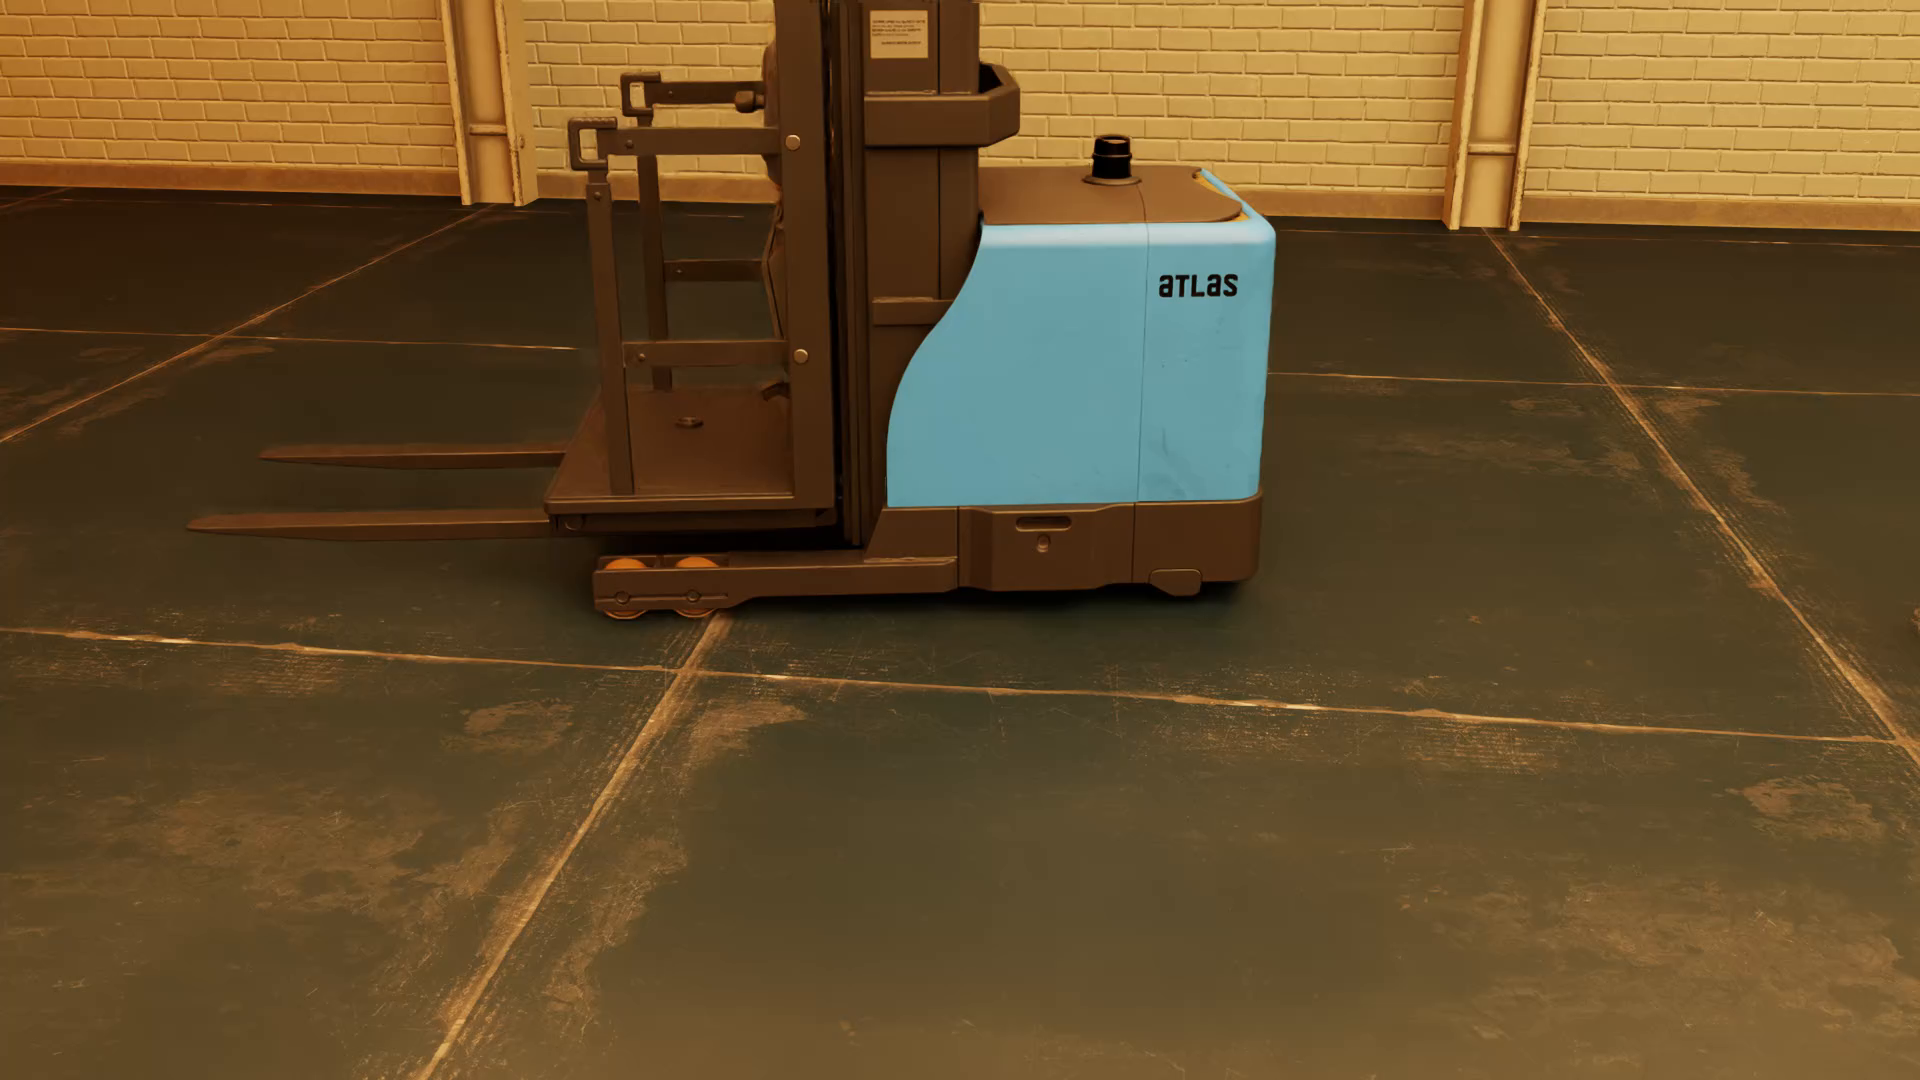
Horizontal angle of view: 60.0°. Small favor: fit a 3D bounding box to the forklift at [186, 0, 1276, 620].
[{"bbox_3d":[-0.681,-1.341,4.585,3.031,2.935,1.130,-1,22,-3],"label":"forklift"}]
